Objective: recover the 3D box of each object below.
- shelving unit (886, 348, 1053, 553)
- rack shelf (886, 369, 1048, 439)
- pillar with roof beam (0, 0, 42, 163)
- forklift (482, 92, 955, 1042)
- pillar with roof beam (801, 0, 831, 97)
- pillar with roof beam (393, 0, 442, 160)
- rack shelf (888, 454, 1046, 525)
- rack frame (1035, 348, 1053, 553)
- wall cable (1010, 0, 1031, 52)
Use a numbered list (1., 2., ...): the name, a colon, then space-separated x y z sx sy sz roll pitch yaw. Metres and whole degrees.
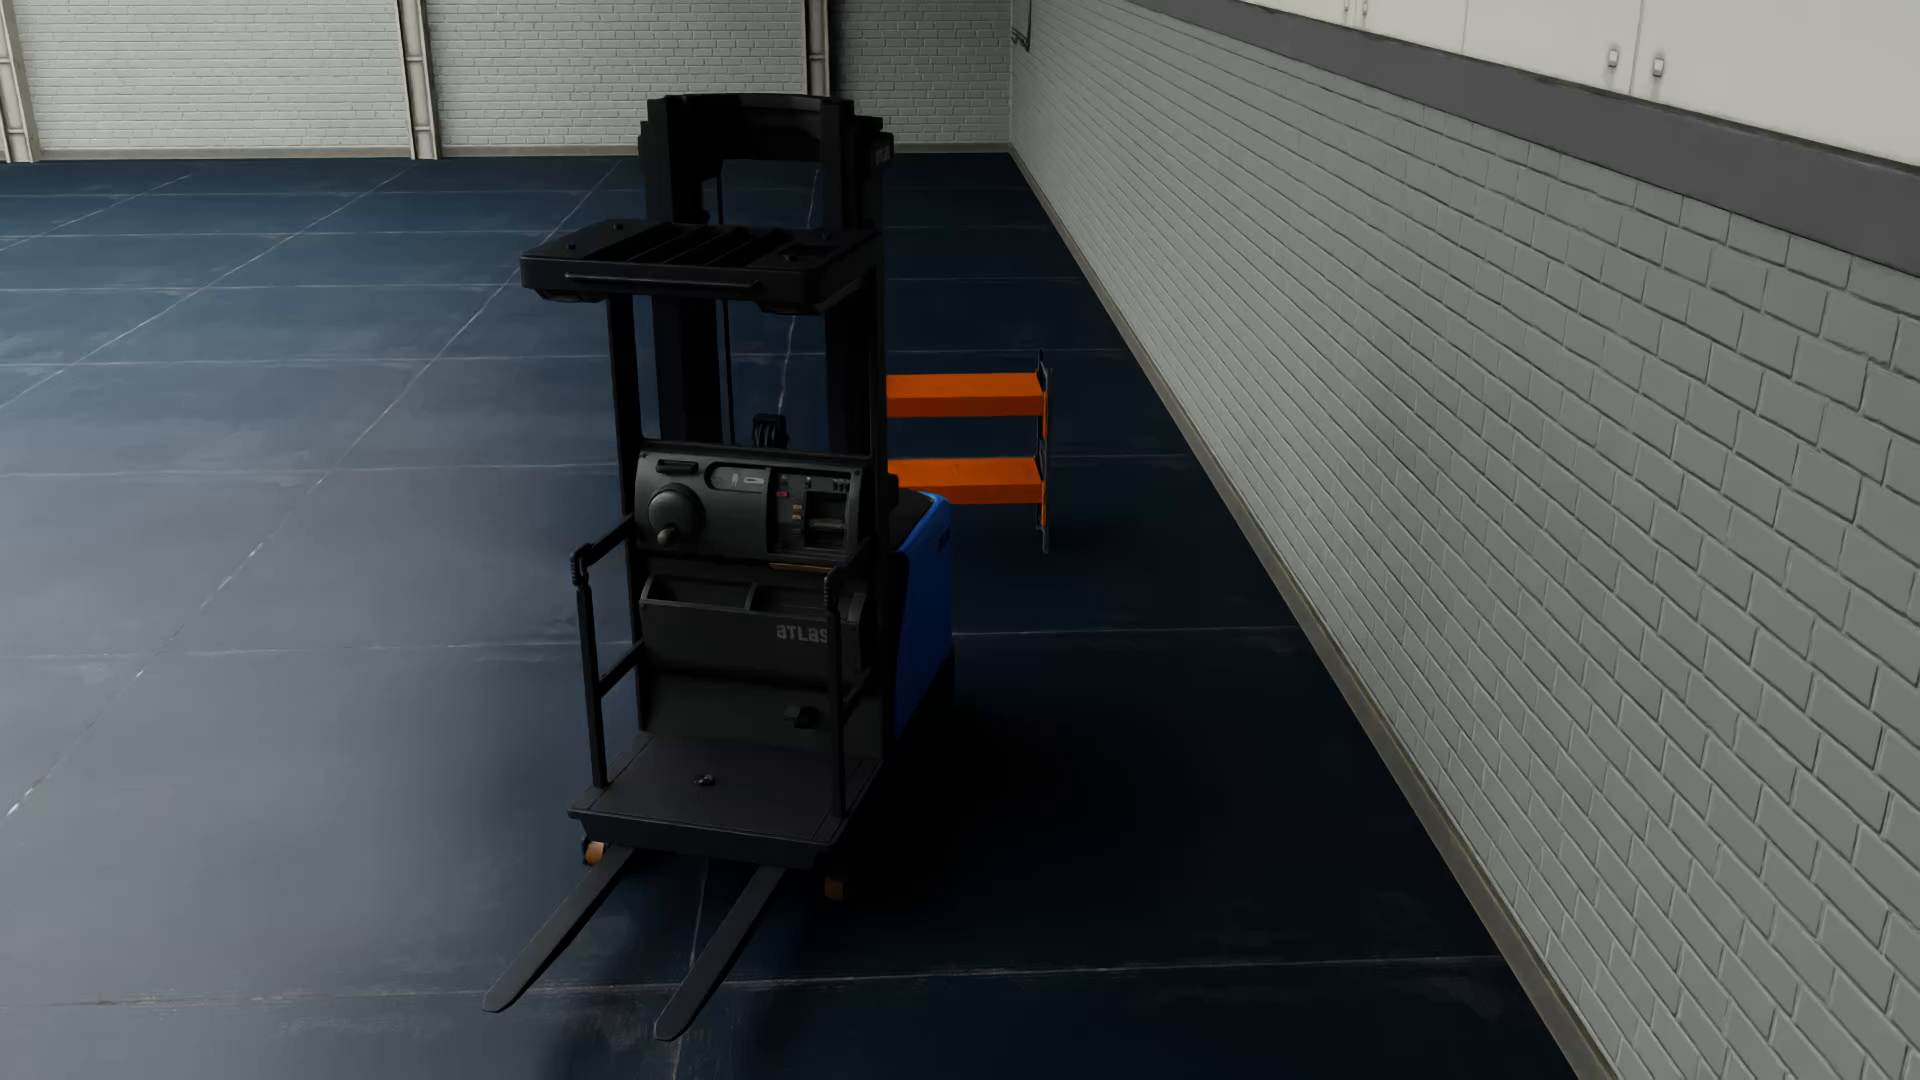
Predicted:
1. shelving unit: -0.007 -0.526 9.920 1.048 1.125 0.538 -1 21 -3
2. rack shelf: -0.007 -0.799 9.816 1.000 0.278 0.538 -1 21 -3
3. pillar with roof beam: -13.923 -8.416 19.580 0.400 9.000 9.100 -1 21 -3
4. forklift: -0.878 -0.116 6.307 1.130 2.935 3.031 5 21 13
5. pillar with roof beam: -1.943 -8.660 20.220 0.400 9.000 9.100 -1 21 -3
6. pillar with roof beam: -7.933 -8.538 19.900 0.400 9.000 9.100 -1 21 -3
7. rack shelf: -0.007 -0.297 10.007 1.000 0.278 0.538 -1 21 -3
8. rack frame: 0.501 -0.536 9.948 0.032 1.125 0.500 -1 21 -3
9. wall cable: 0.828 -8.328 23.712 0.112 2.526 3.097 -1 21 -3
